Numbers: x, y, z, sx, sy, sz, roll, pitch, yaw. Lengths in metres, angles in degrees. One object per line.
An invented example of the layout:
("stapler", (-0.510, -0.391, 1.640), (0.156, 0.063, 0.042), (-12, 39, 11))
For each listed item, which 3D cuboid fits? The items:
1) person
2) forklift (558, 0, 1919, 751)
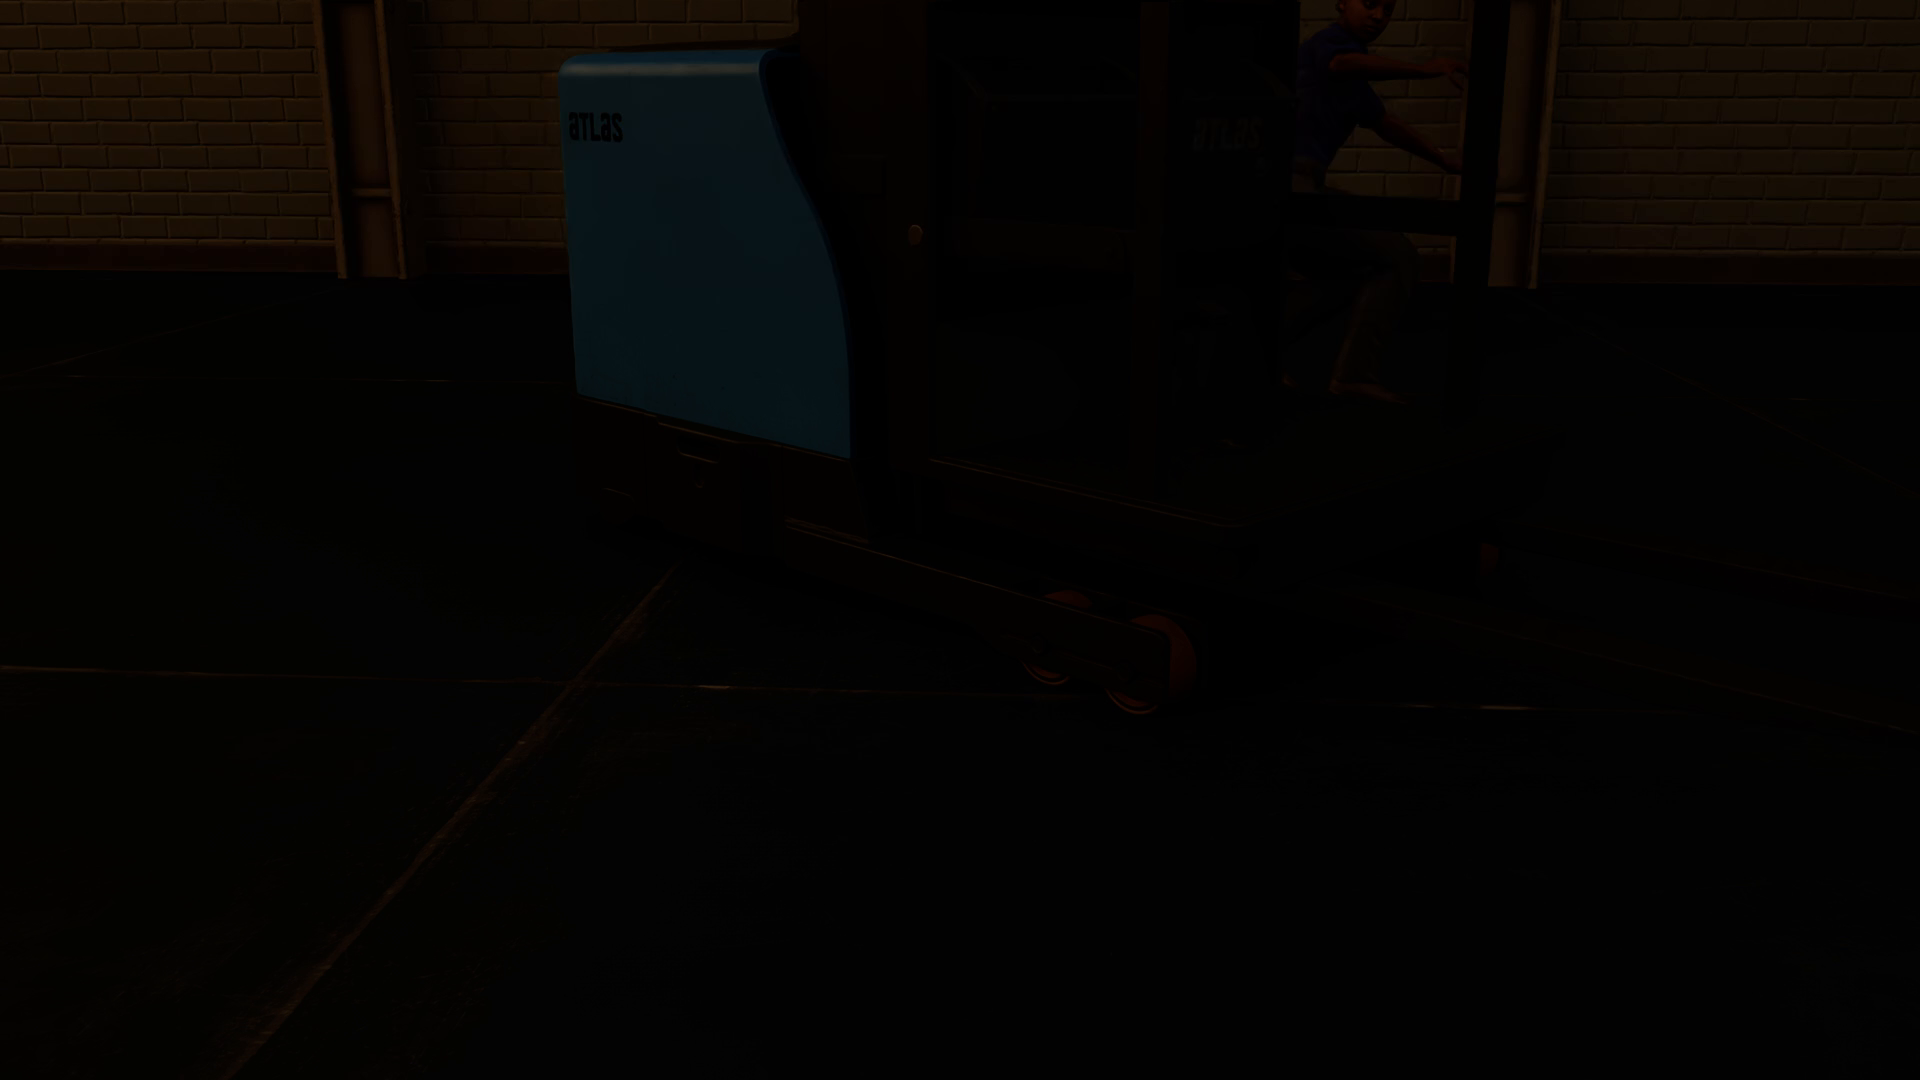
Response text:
("person", (1.323, -1.091, 5.220), (0.909, 1.381, 0.705), (-2, 15, -6))
("forklift", (0.472, -1.277, 2.923), (1.130, 2.935, 3.031), (-14, 21, -42))
